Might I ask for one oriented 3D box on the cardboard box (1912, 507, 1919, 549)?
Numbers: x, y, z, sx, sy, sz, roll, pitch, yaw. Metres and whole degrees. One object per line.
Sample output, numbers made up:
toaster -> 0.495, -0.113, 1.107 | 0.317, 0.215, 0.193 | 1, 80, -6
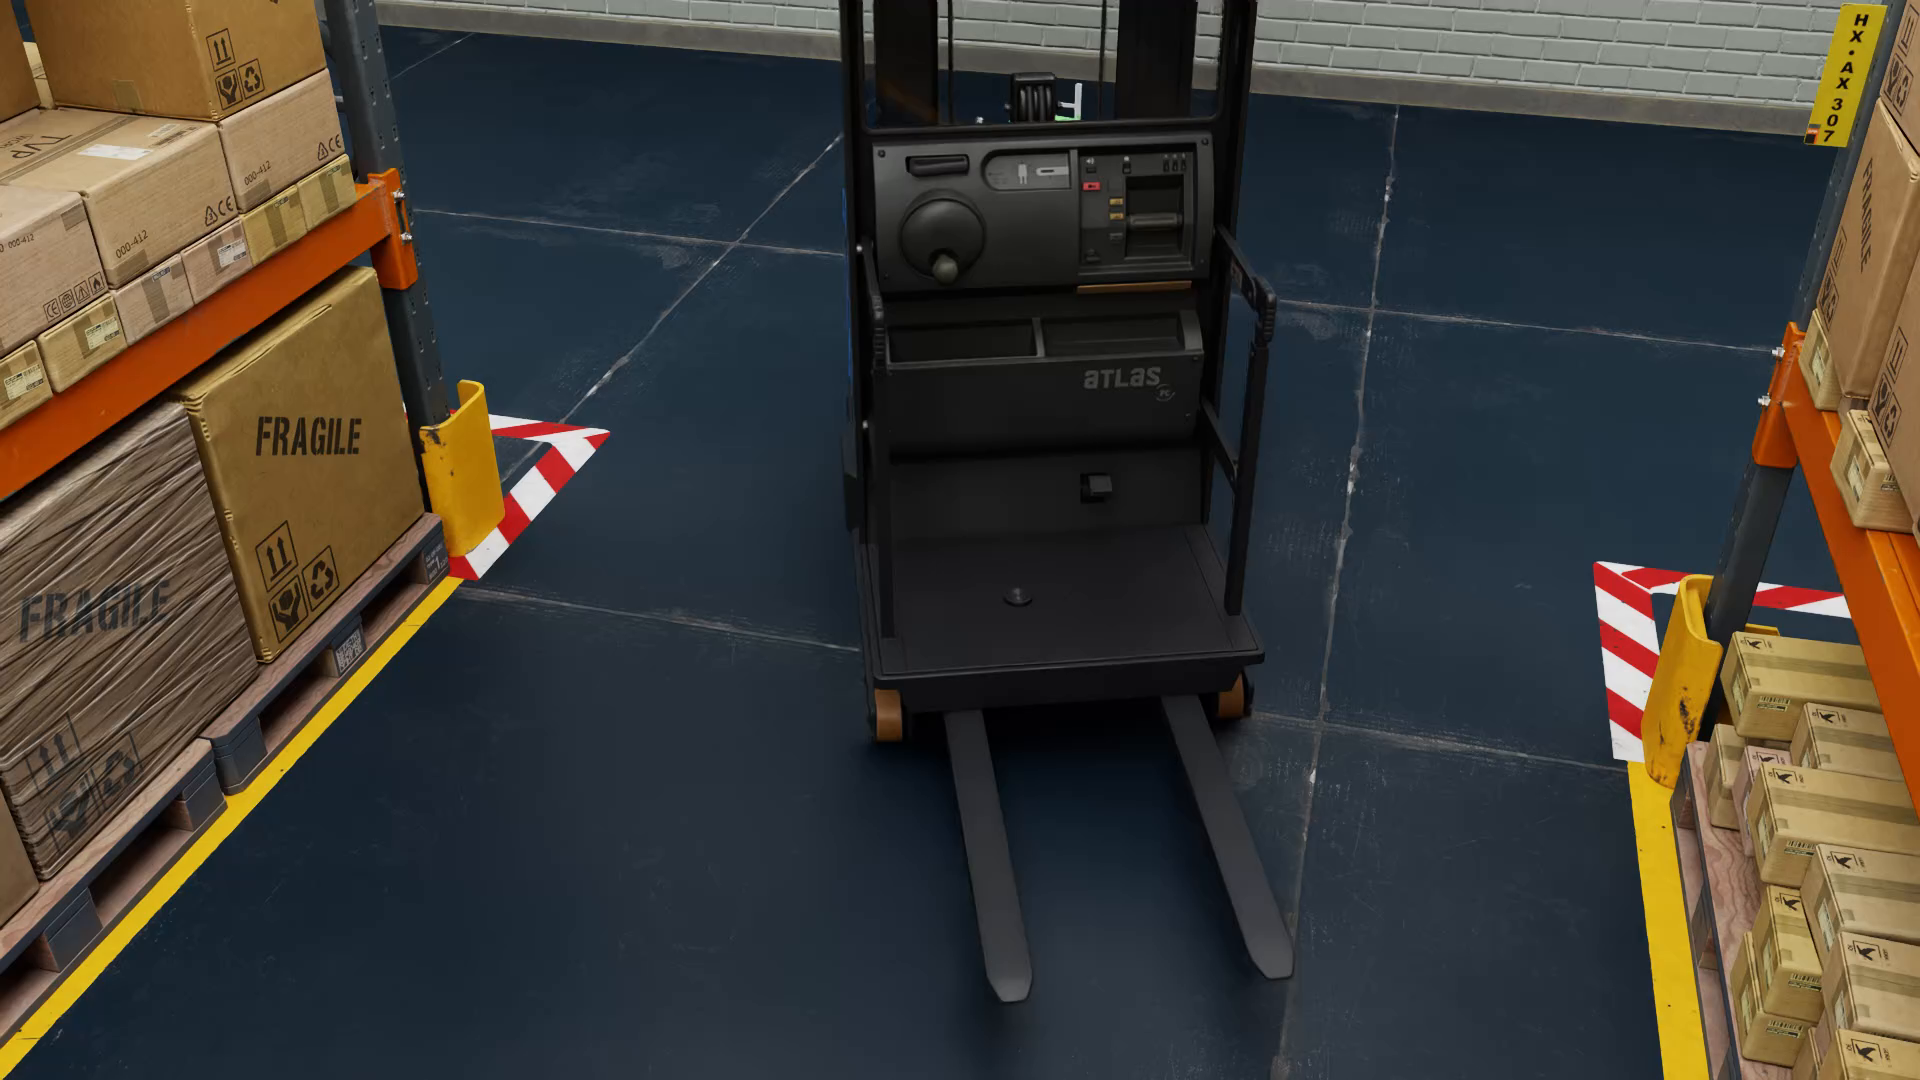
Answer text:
cardboard box -> 1.933, -0.065, 2.685 | 0.500, 0.500, 0.500 | 8, 33, 13

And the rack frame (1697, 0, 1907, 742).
rack frame -> 2.562, -0.626, 3.939 | 1.000, 3.000, 0.127 | 8, 33, 12

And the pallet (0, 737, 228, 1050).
pallet -> -2.649, 0.880, 4.170 | 1.003, 0.211, 1.213 | 8, 33, 12

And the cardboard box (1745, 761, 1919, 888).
cardboard box -> 1.959, 0.647, 3.647 | 0.380, 0.149, 0.250 | 8, 33, 12

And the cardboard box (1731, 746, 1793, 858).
cardboard box -> 2.056, 0.646, 3.927 | 0.380, 0.149, 0.250 | 8, 33, 12

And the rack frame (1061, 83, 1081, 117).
rack frame -> 0.337, -1.211, 6.536 | 0.240, 1.200, 0.015 | 11, 34, 17

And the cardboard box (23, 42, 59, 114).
cardboard box -> -2.593, -1.204, 4.710 | 0.500, 0.250, 0.500 | 7, 33, 11

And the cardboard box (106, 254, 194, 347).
cardboard box -> -2.176, -0.623, 4.168 | 0.380, 0.149, 0.250 | 9, 33, 13

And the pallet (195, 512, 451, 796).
pallet -> -2.338, 0.249, 5.162 | 1.003, 0.211, 1.213 | 8, 33, 12

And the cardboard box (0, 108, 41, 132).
cardboard box -> -2.719, -0.933, 4.284 | 0.500, 0.250, 0.500 | 8, 33, 12

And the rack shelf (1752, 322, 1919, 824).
rack shelf -> 2.054, 0.715, 2.499 | 1.077, 0.370, 4.000 | 8, 33, 12

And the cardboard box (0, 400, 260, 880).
cardboard box -> -2.526, 0.181, 4.259 | 0.875, 0.875, 0.875 | 8, 33, 12

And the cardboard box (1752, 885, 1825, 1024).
cardboard box -> 1.910, 0.903, 3.522 | 0.380, 0.149, 0.250 | 9, 34, 14

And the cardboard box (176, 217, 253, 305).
cardboard box -> -2.112, -0.752, 4.372 | 0.380, 0.149, 0.250 | 8, 33, 12

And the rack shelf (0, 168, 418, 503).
rack shelf -> -2.718, -0.012, 3.644 | 1.077, 0.370, 4.000 | 8, 33, 12

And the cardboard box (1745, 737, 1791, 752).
cardboard box -> 2.180, 0.511, 4.138 | 0.380, 0.149, 0.250 | 9, 34, 14

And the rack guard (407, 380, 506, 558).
rack guard -> -2.204, -0.311, 5.774 | 1.175, 0.500, 0.348 | 8, 33, 12

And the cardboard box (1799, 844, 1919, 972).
cardboard box -> 1.976, 0.787, 3.427 | 0.380, 0.149, 0.250 | 6, 33, 10

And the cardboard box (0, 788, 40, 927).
cardboard box -> -2.752, 0.643, 3.532 | 0.875, 0.875, 0.875 | 8, 33, 12

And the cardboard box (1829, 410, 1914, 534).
cardboard box -> 2.018, -0.127, 3.387 | 0.380, 0.149, 0.250 | 7, 33, 11

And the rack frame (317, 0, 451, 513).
rack frame -> -2.210, -1.354, 5.084 | 1.000, 3.000, 0.127 | 8, 33, 12

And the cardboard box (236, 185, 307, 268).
cardboard box -> -2.047, -0.883, 4.577 | 0.380, 0.149, 0.250 | 8, 33, 13

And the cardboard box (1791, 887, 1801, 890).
cardboard box -> 2.080, 0.785, 3.708 | 0.380, 0.149, 0.250 | 8, 33, 13

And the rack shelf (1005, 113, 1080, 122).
rack shelf -> 0.252, -1.439, 6.119 | 0.258, 0.148, 0.480 | 11, 34, 17

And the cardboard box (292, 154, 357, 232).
cardboard box -> -1.982, -1.018, 4.790 | 0.380, 0.149, 0.250 | 9, 33, 13

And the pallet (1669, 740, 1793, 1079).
pallet -> 2.302, 1.007, 3.969 | 1.003, 0.211, 1.213 | 8, 33, 12

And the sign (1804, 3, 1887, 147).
sign -> 2.037, -1.065, 3.823 | 0.100, 0.325, 0.005 | 8, 33, 12

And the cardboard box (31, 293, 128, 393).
cardboard box -> -2.240, -0.488, 3.956 | 0.380, 0.149, 0.250 | 7, 33, 11

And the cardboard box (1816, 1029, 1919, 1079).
cardboard box -> 1.785, 1.060, 2.998 | 0.380, 0.149, 0.250 | 9, 33, 13

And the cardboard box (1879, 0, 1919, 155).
cardboard box -> 2.191, -1.019, 3.254 | 0.500, 0.500, 0.500 | 8, 33, 12

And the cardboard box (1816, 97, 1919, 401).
cardboard box -> 2.180, -0.598, 3.525 | 0.500, 0.500, 0.500 | 10, 34, 15

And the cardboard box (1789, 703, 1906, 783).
cardboard box -> 2.146, 0.534, 3.826 | 0.380, 0.149, 0.250 | 9, 33, 13

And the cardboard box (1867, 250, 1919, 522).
cardboard box -> 2.069, -0.317, 3.083 | 0.500, 0.500, 0.500 | 8, 33, 12

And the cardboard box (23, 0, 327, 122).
cardboard box -> -2.080, -1.444, 4.389 | 0.500, 0.500, 0.500 | 8, 33, 13

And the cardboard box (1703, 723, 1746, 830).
cardboard box -> 2.119, 0.628, 4.232 | 0.380, 0.149, 0.250 | 9, 33, 13

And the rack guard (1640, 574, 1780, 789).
rack guard -> 2.542, 0.468, 4.547 | 1.175, 0.500, 0.348 | 8, 33, 12

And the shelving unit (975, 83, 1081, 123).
shelving unit -> 0.252, -1.088, 6.342 | 0.258, 1.200, 0.503 | 11, 34, 17

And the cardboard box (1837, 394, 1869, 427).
cardboard box -> 2.138, -0.259, 3.595 | 0.380, 0.149, 0.250 | 9, 34, 14

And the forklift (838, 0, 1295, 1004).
forklift -> 0.257, -0.844, 4.346 | 1.130, 2.935, 3.031 | -3, 33, -5

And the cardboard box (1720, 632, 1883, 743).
cardboard box -> 2.100, 0.374, 4.076 | 0.380, 0.149, 0.250 | 7, 33, 10

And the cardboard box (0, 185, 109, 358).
cardboard box -> -2.335, -0.601, 3.762 | 0.500, 0.250, 0.500 | 7, 33, 11

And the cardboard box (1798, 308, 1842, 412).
cardboard box -> 2.162, -0.397, 3.812 | 0.380, 0.149, 0.250 | 8, 33, 12

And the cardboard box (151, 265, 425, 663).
cardboard box -> -2.295, -0.291, 5.001 | 0.875, 0.875, 0.875 | 8, 33, 12

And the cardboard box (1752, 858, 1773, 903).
cardboard box -> 2.132, 0.775, 4.001 | 0.380, 0.149, 0.250 | 8, 33, 12

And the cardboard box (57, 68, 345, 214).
cardboard box -> -2.077, -1.128, 4.592 | 0.500, 0.250, 0.500 | 7, 33, 12

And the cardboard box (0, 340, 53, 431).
cardboard box -> -2.305, -0.353, 3.744 | 0.380, 0.149, 0.250 | 8, 33, 13

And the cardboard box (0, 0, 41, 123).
cardboard box -> -2.720, -1.261, 4.101 | 0.500, 0.500, 0.500 | 7, 33, 11

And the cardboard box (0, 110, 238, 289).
cardboard box -> -2.206, -0.865, 4.178 | 0.500, 0.250, 0.500 | 7, 33, 12

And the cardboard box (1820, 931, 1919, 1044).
cardboard box -> 1.896, 0.930, 3.203 | 0.380, 0.149, 0.250 | 9, 34, 14

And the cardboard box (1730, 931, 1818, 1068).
cardboard box -> 1.905, 1.023, 3.611 | 0.380, 0.149, 0.250 | 8, 33, 13

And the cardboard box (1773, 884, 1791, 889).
cardboard box -> 2.075, 0.905, 3.797 | 0.380, 0.149, 0.250 | 8, 33, 13

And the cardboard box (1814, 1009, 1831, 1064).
cardboard box -> 1.934, 1.054, 3.285 | 0.380, 0.149, 0.250 | 6, 33, 10

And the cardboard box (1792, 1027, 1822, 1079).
cardboard box -> 1.932, 1.168, 3.383 | 0.380, 0.149, 0.250 | 8, 33, 12

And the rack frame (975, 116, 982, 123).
rack frame -> 0.168, -0.965, 6.149 | 0.240, 1.200, 0.015 | 11, 34, 17
